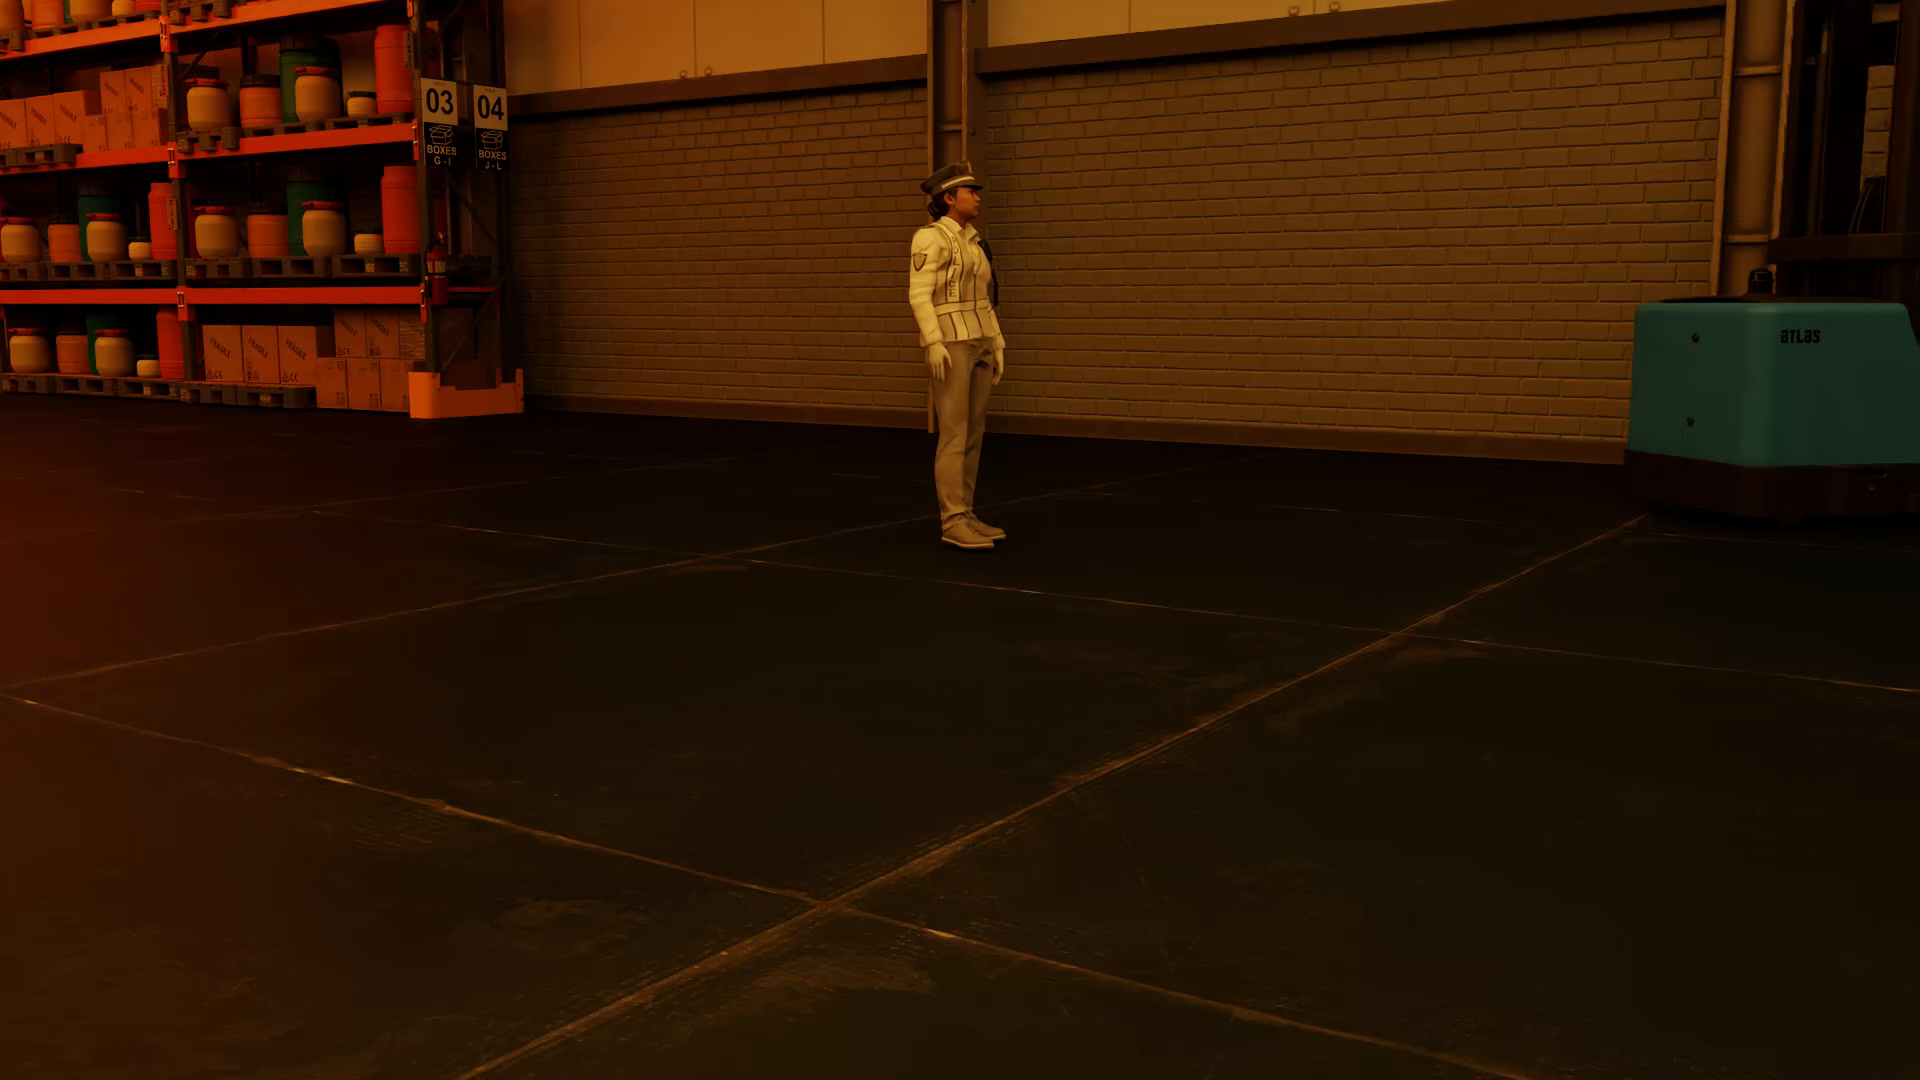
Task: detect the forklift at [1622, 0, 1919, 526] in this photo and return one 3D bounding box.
[{"bbox_3d":[5.059,-1.600,8.447,3.031,2.935,1.130,-2,8,-13],"label":"forklift"}]

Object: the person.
[{"bbox_3d":[0.052,-0.840,7.441,0.534,1.696,0.587,5,10,34],"label":"person"}]
